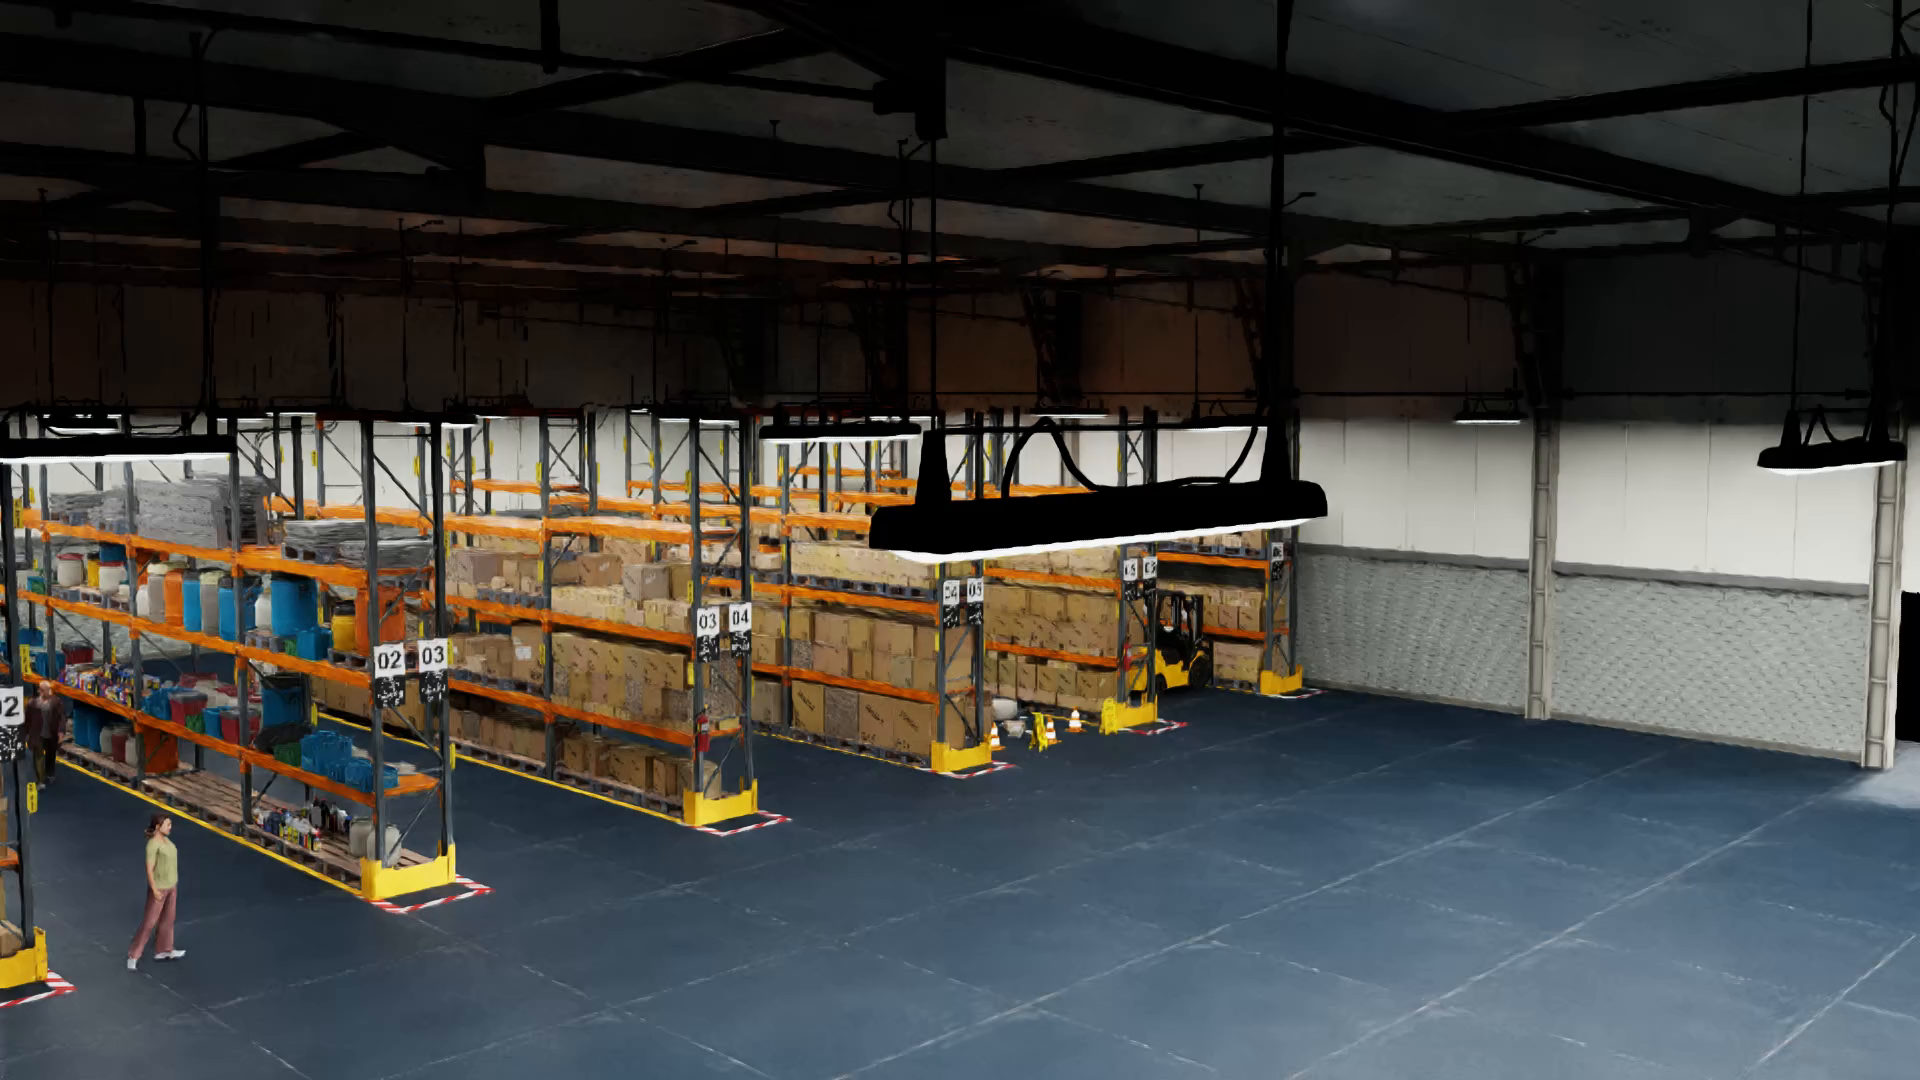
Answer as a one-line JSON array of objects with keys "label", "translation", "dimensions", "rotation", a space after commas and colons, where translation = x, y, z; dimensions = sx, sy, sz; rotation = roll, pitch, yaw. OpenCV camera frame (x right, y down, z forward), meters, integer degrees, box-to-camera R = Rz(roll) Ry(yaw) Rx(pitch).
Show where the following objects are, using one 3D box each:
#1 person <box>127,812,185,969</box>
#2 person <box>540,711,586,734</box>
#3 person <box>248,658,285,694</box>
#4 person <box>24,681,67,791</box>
[{"label": "person", "translation": [-8.969, 3.874, 18.414], "dimensions": [0.459, 1.667, 0.646], "rotation": [0, 5, 1]}, {"label": "person", "translation": [-7.356, 2.773, 30.469], "dimensions": [1.035, 1.709, 0.569], "rotation": [4, 6, 35]}, {"label": "person", "translation": [-13.218, 2.673, 31.721], "dimensions": [0.528, 1.715, 0.682], "rotation": [5, 7, 42]}, {"label": "person", "translation": [-14.620, 3.102, 26.617], "dimensions": [0.573, 1.715, 1.103], "rotation": [-4, 6, -37]}]
